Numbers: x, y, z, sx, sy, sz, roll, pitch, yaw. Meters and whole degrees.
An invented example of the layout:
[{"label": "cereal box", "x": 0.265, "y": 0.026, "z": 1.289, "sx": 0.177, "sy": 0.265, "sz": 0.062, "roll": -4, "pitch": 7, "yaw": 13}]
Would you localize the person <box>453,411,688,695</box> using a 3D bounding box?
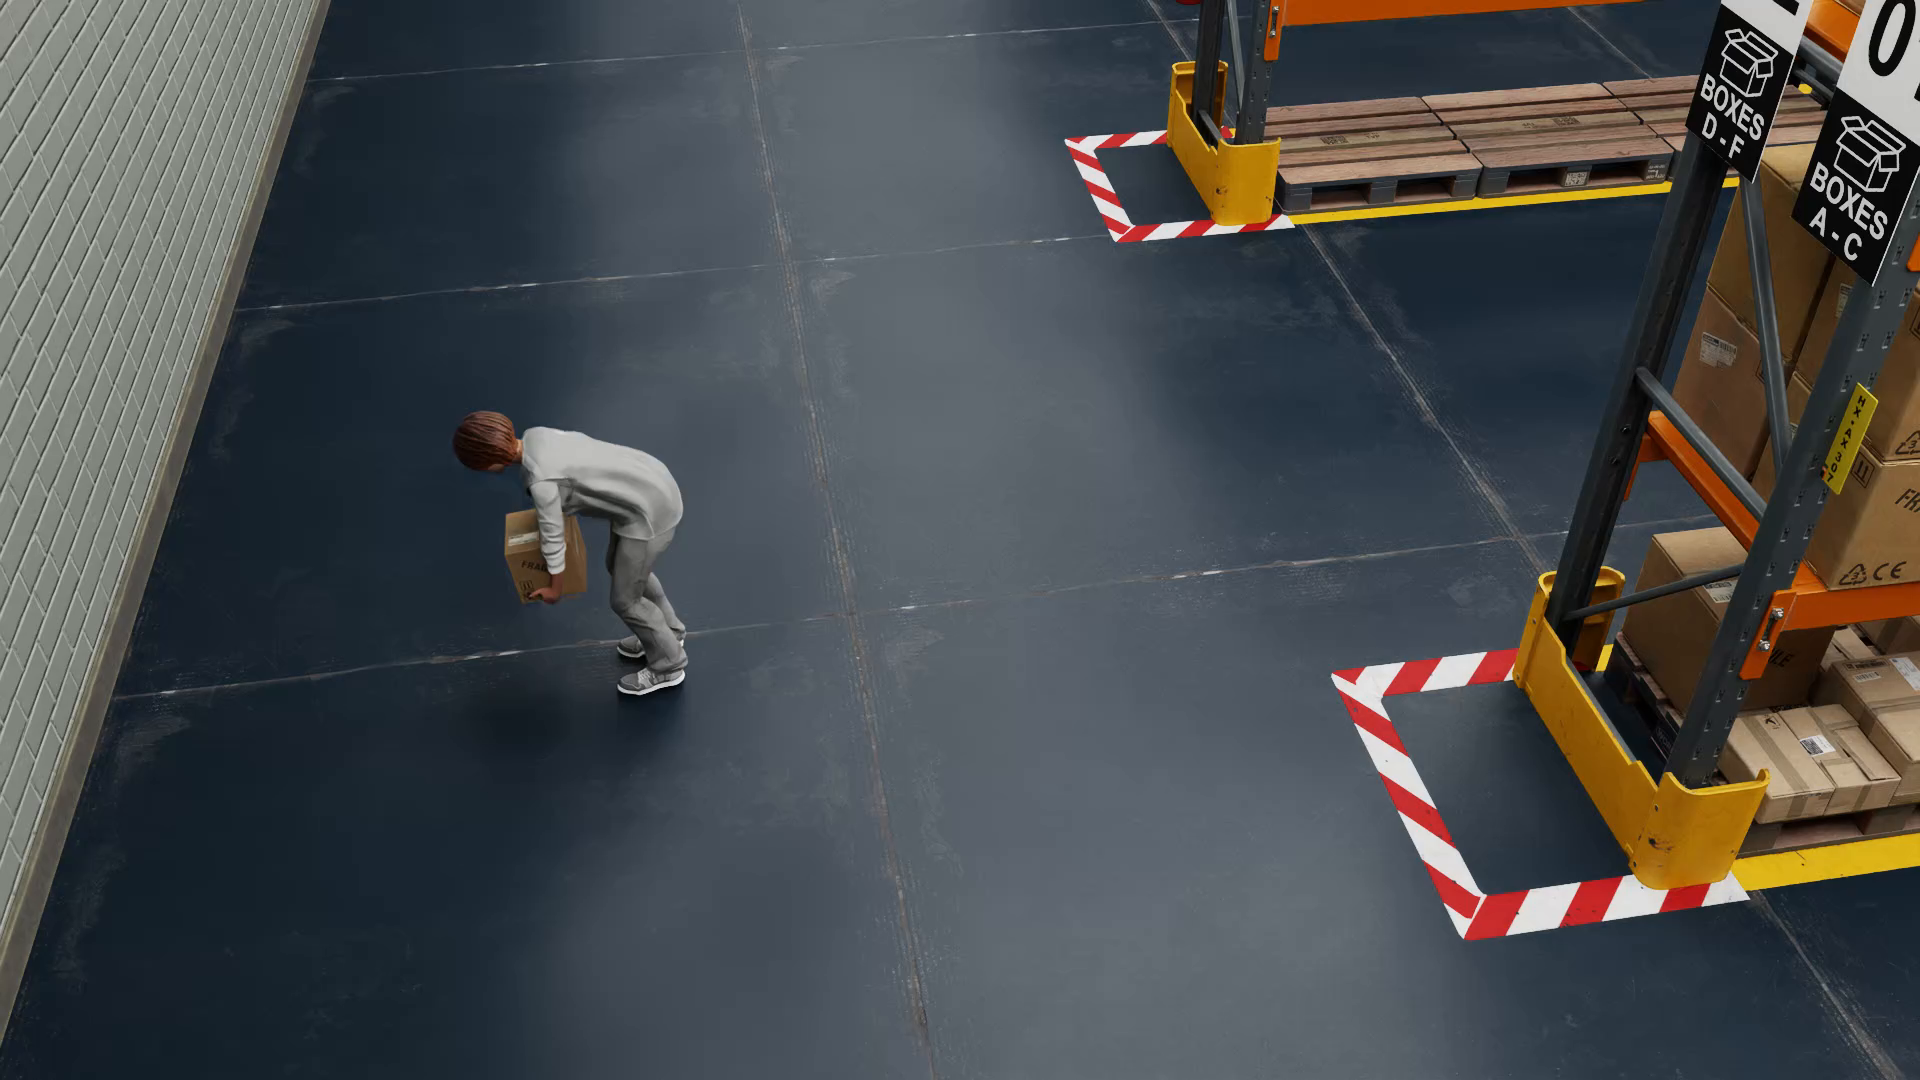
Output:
[{"label": "person", "x": -1.432, "y": 0.033, "z": 6.354, "sx": 0.779, "sy": 1.309, "sz": 0.379, "roll": -7, "pitch": 40, "yaw": -9}]
